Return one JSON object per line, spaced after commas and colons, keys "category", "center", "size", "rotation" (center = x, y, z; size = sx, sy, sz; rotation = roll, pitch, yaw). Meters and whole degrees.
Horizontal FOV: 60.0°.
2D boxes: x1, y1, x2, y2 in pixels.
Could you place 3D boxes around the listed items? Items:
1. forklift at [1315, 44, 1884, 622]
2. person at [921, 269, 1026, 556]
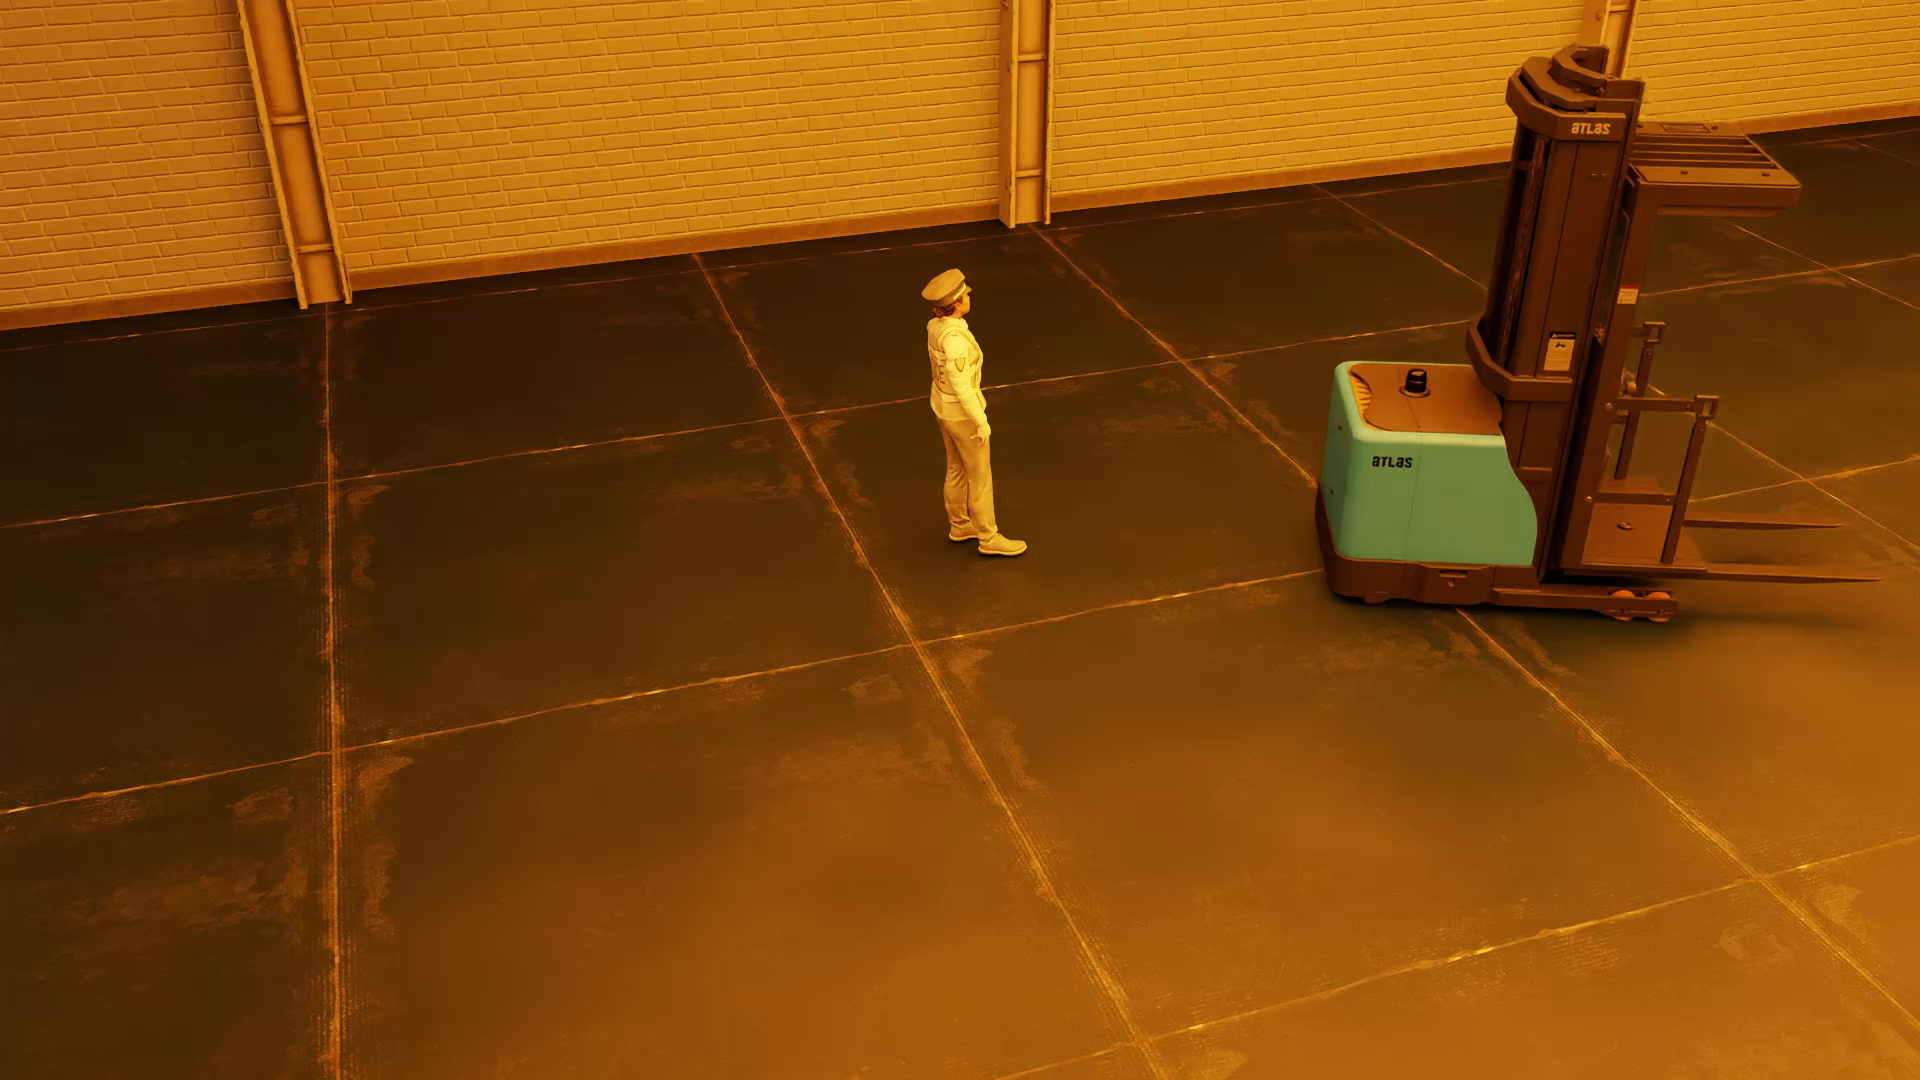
{"category": "forklift", "center": [3.640, -1.092, 8.985], "size": [3.031, 2.935, 1.130], "rotation": [2, 30, 4]}
{"category": "person", "center": [0.065, -0.748, 9.613], "size": [0.533, 1.696, 0.588], "rotation": [-10, 31, -16]}
